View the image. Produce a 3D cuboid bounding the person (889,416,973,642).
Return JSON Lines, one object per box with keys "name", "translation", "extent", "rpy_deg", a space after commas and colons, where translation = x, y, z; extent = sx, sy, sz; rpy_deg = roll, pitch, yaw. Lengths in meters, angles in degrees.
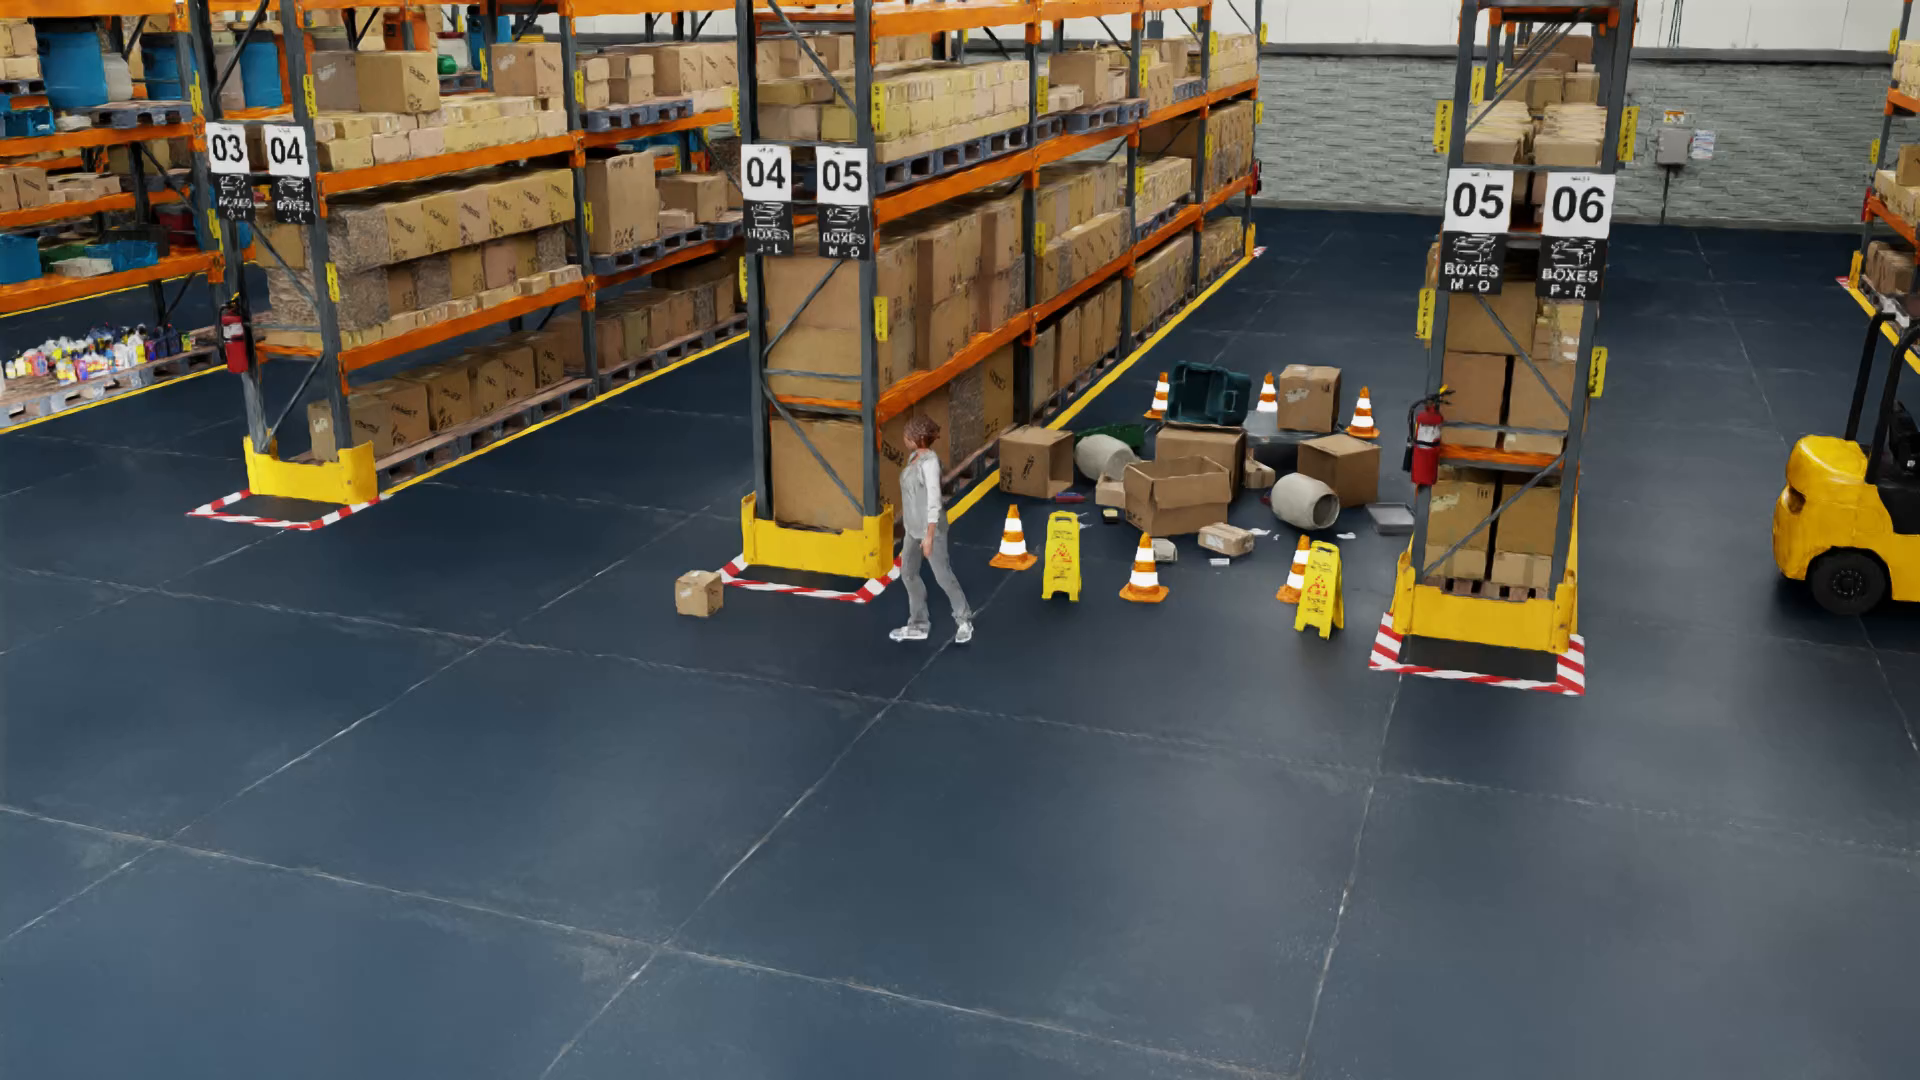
{"name": "person", "translation": [-0.193, -0.072, 11.297], "extent": [0.561, 1.589, 0.498], "rpy_deg": [-7, 20, -20]}
